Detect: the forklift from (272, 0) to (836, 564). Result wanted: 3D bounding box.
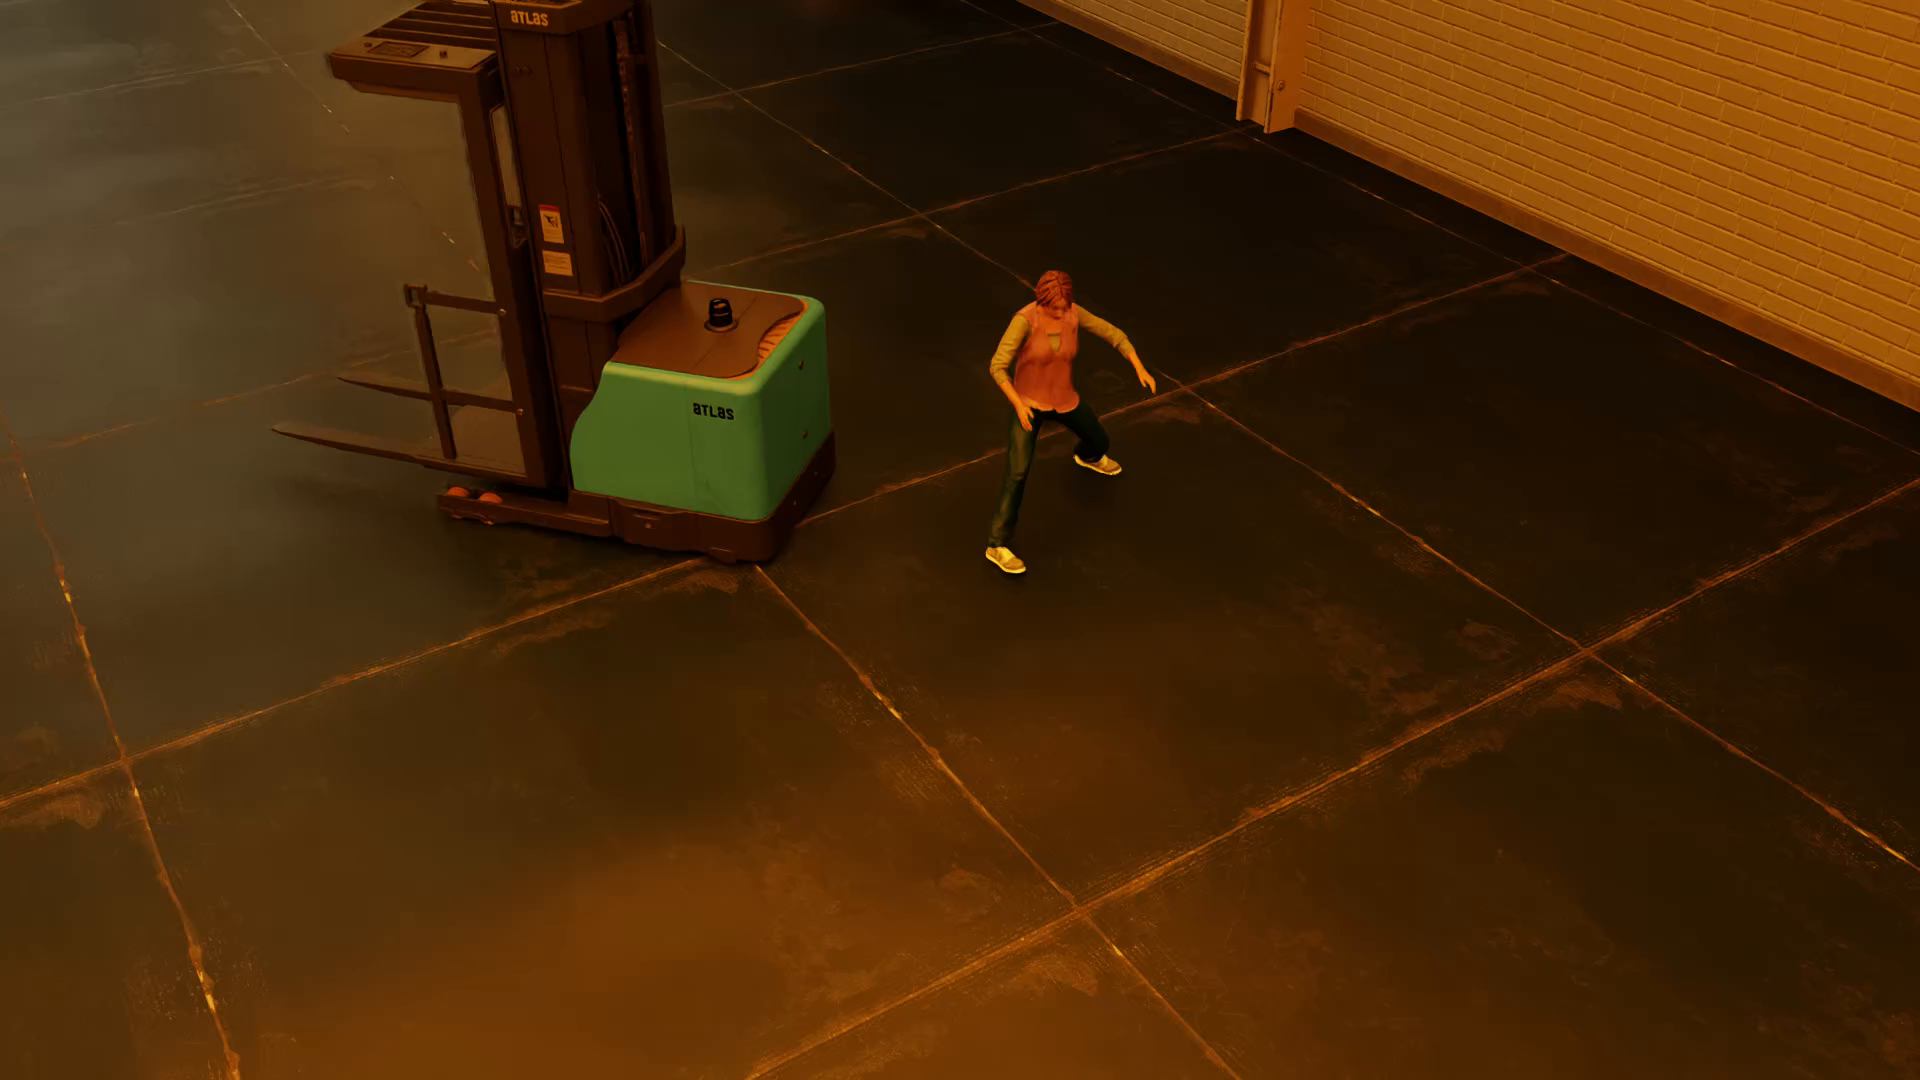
[{"bbox_3d":[-2.260,-1.560,8.368,3.031,2.935,1.130,10,36,14],"label":"forklift"}]

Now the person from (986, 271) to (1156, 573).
[{"bbox_3d":[0.528,-0.688,8.472,1.010,1.412,0.892,-12,37,-17],"label":"person"}]
